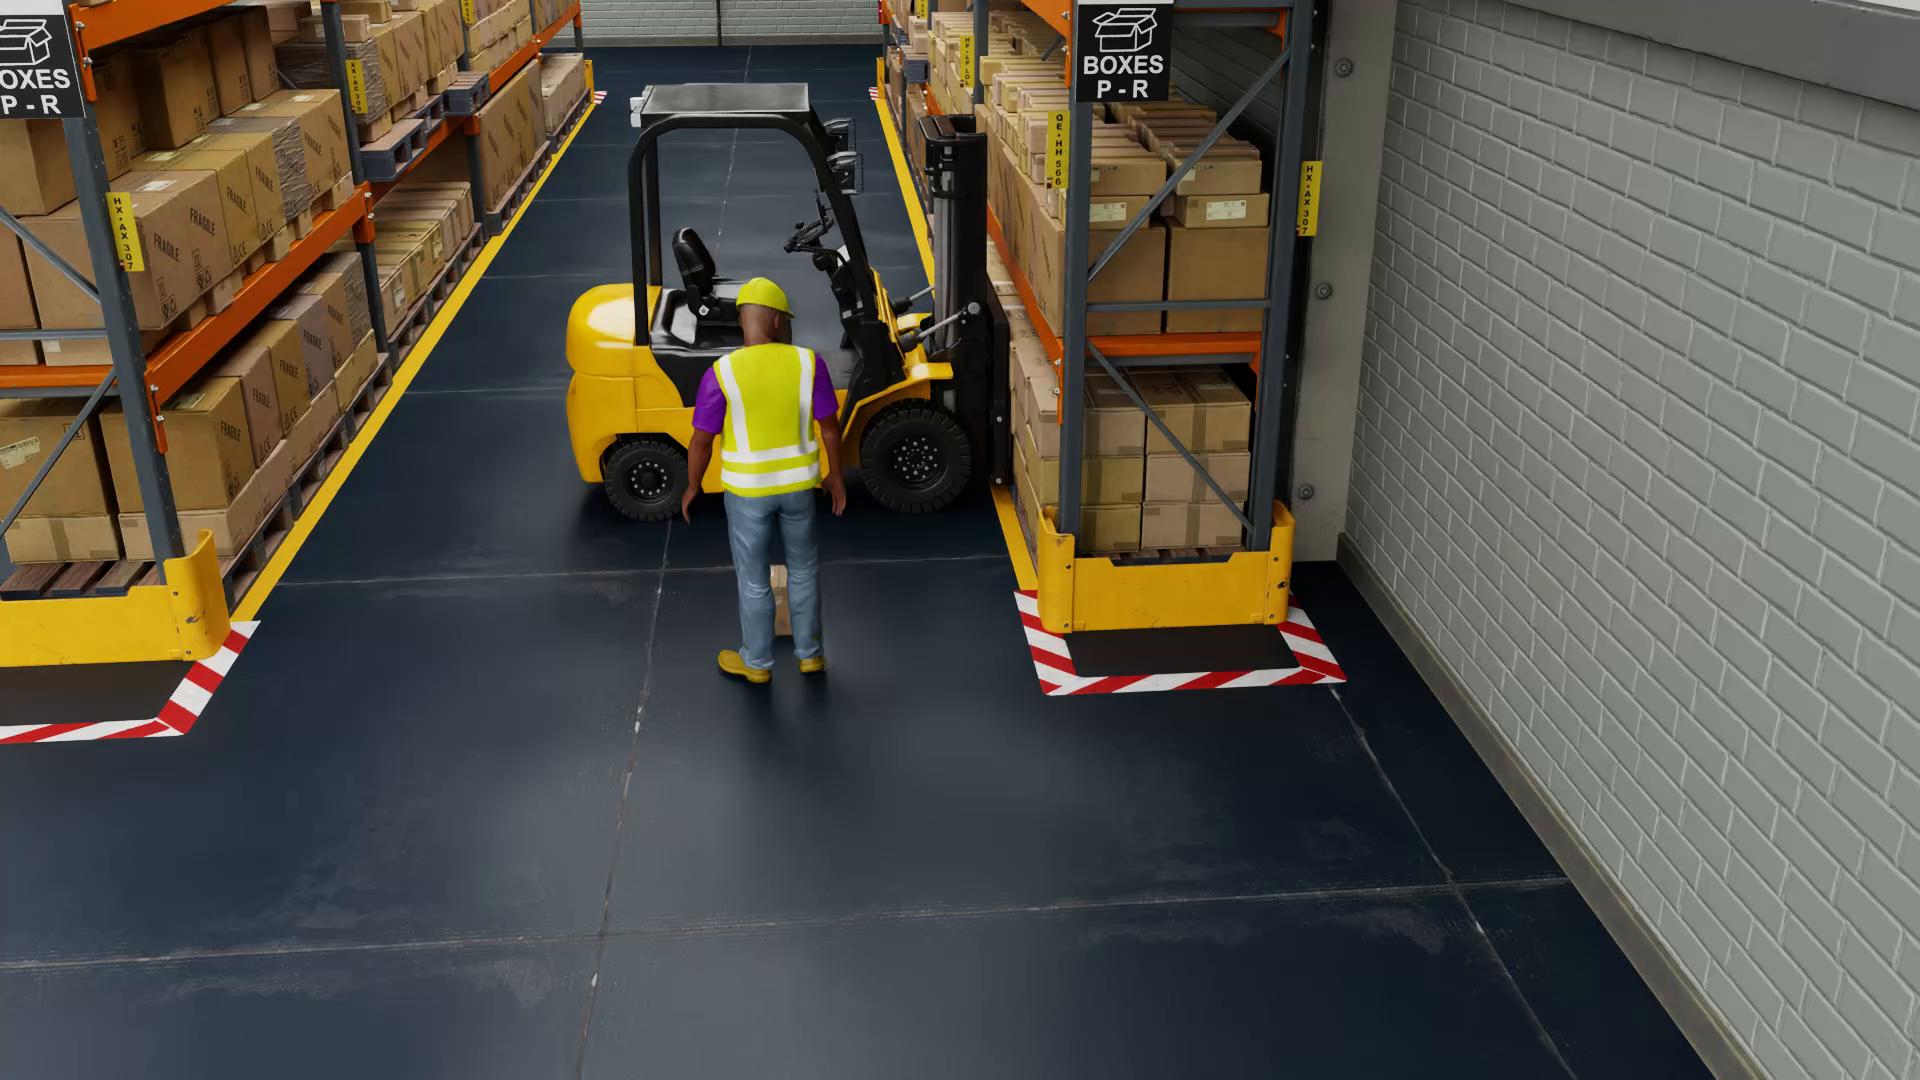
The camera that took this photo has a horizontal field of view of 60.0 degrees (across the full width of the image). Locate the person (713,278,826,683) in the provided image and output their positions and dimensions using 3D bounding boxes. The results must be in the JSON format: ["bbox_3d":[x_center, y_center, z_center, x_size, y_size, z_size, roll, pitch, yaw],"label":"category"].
[{"bbox_3d":[-0.807,-0.215,7.072,0.486,1.798,0.368,-10,25,-22],"label":"person"}]
